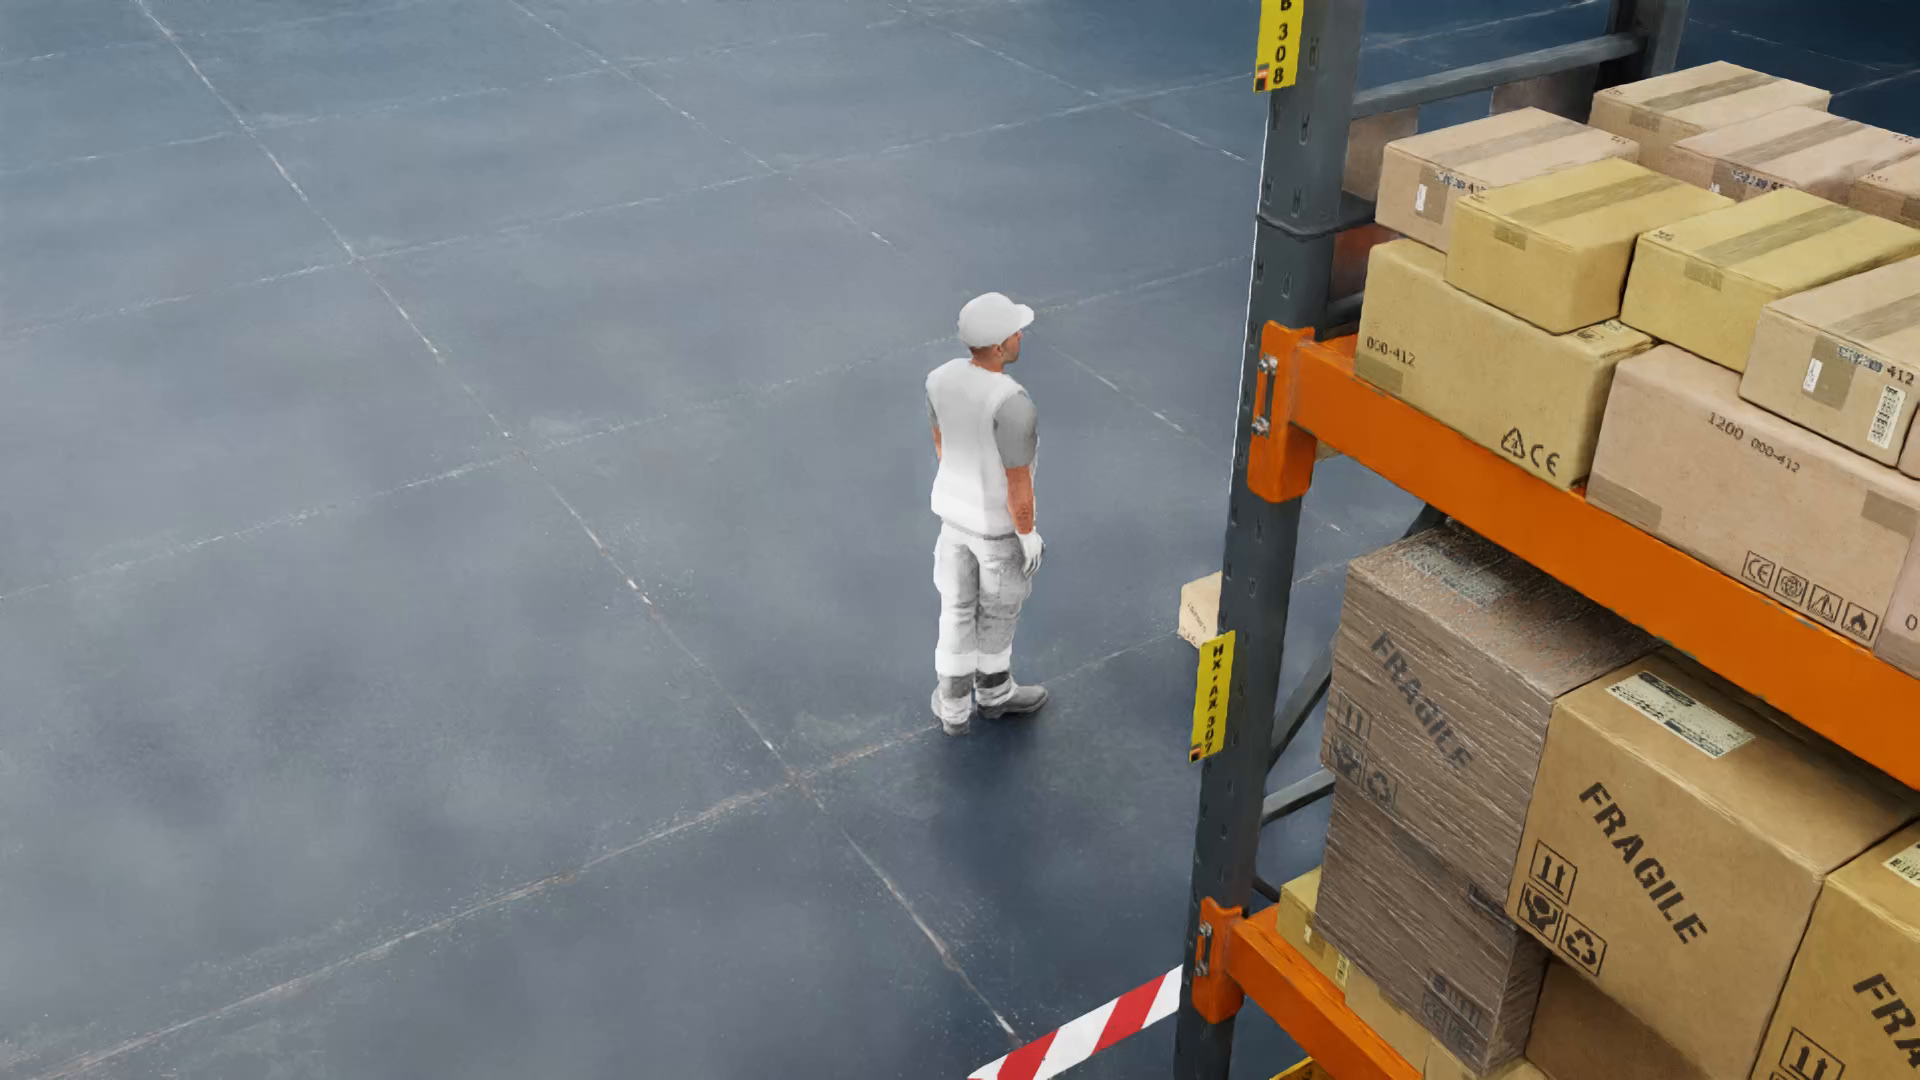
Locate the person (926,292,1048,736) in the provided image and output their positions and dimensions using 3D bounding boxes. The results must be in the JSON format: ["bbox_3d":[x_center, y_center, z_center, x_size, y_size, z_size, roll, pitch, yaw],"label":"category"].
[{"bbox_3d":[0.081,-0.077,6.214,0.546,1.792,0.485,23,39,32],"label":"person"}]
